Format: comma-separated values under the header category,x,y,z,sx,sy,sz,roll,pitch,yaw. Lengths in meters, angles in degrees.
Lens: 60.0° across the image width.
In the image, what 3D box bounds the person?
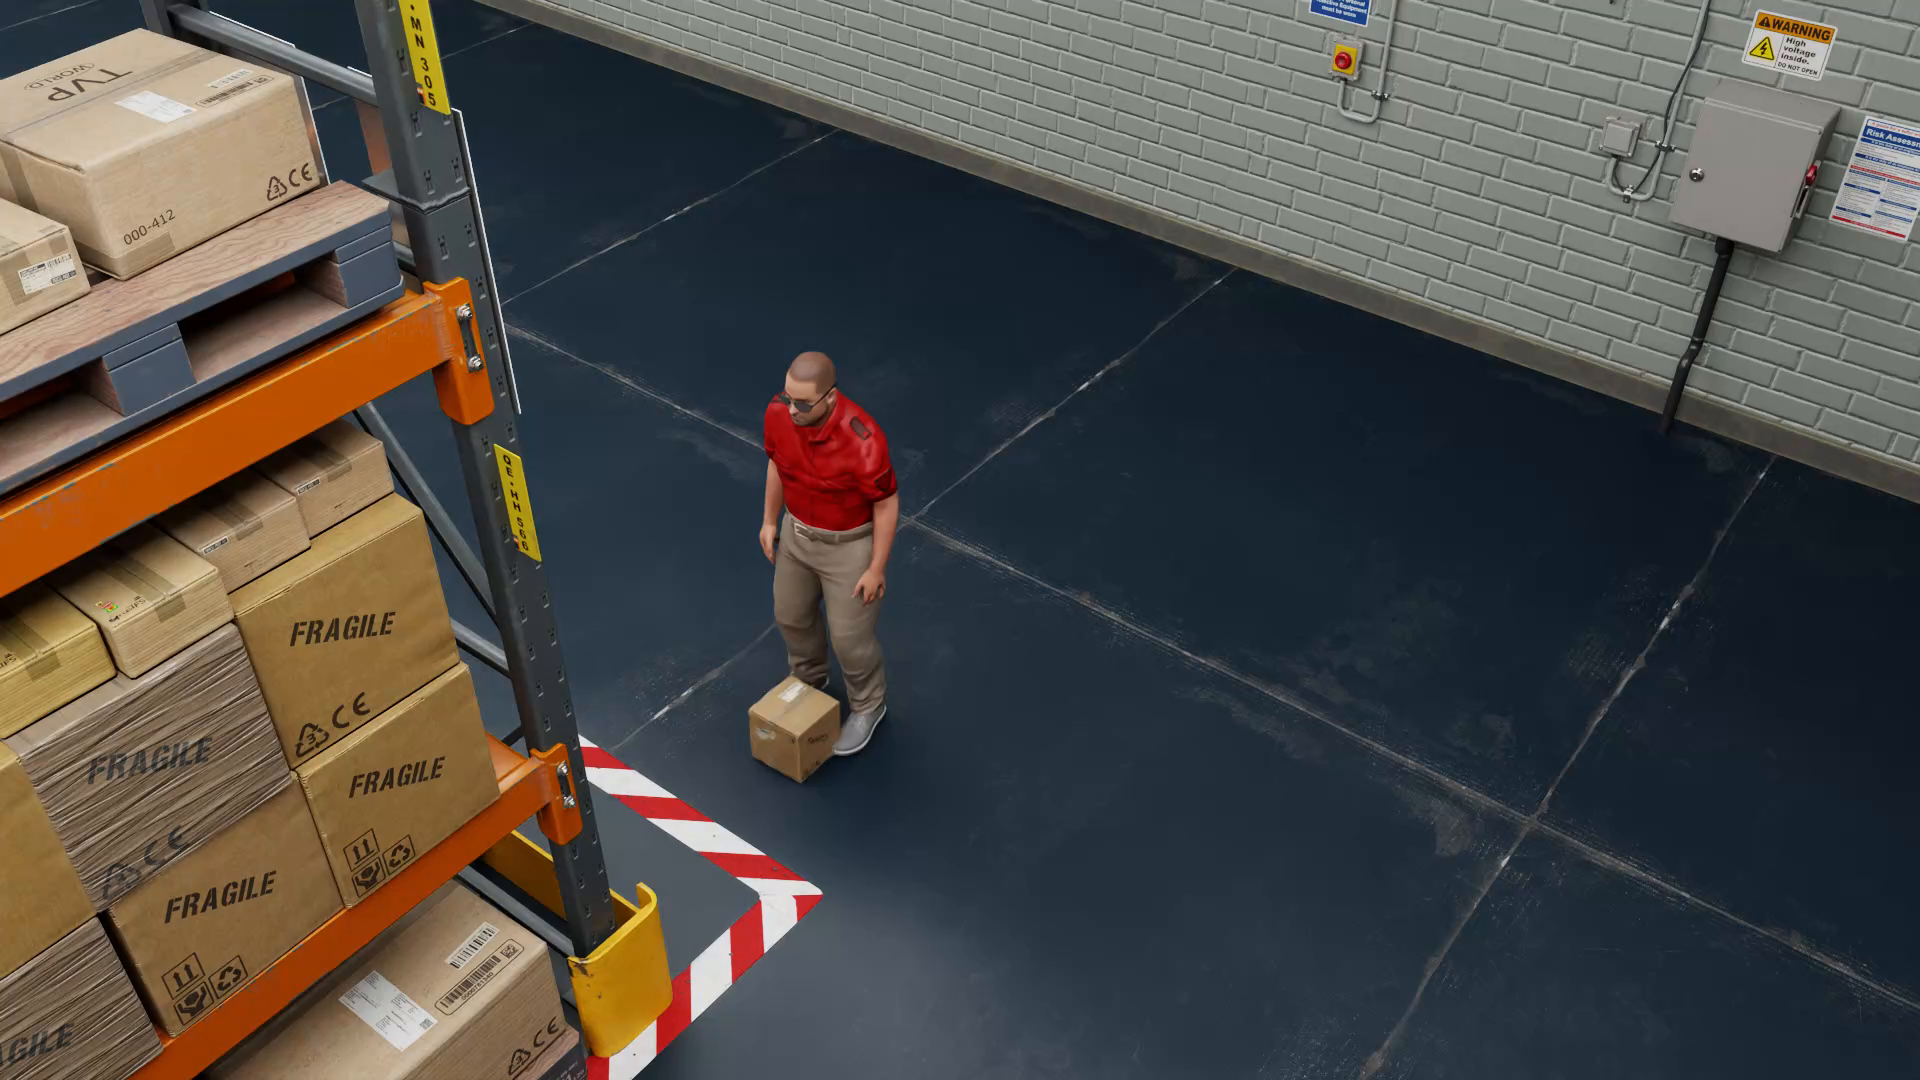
category,x,y,z,sx,sy,sz,roll,pitch,yaw
person,-0.490,0.024,6.134,0.578,1.727,0.390,24,44,27
